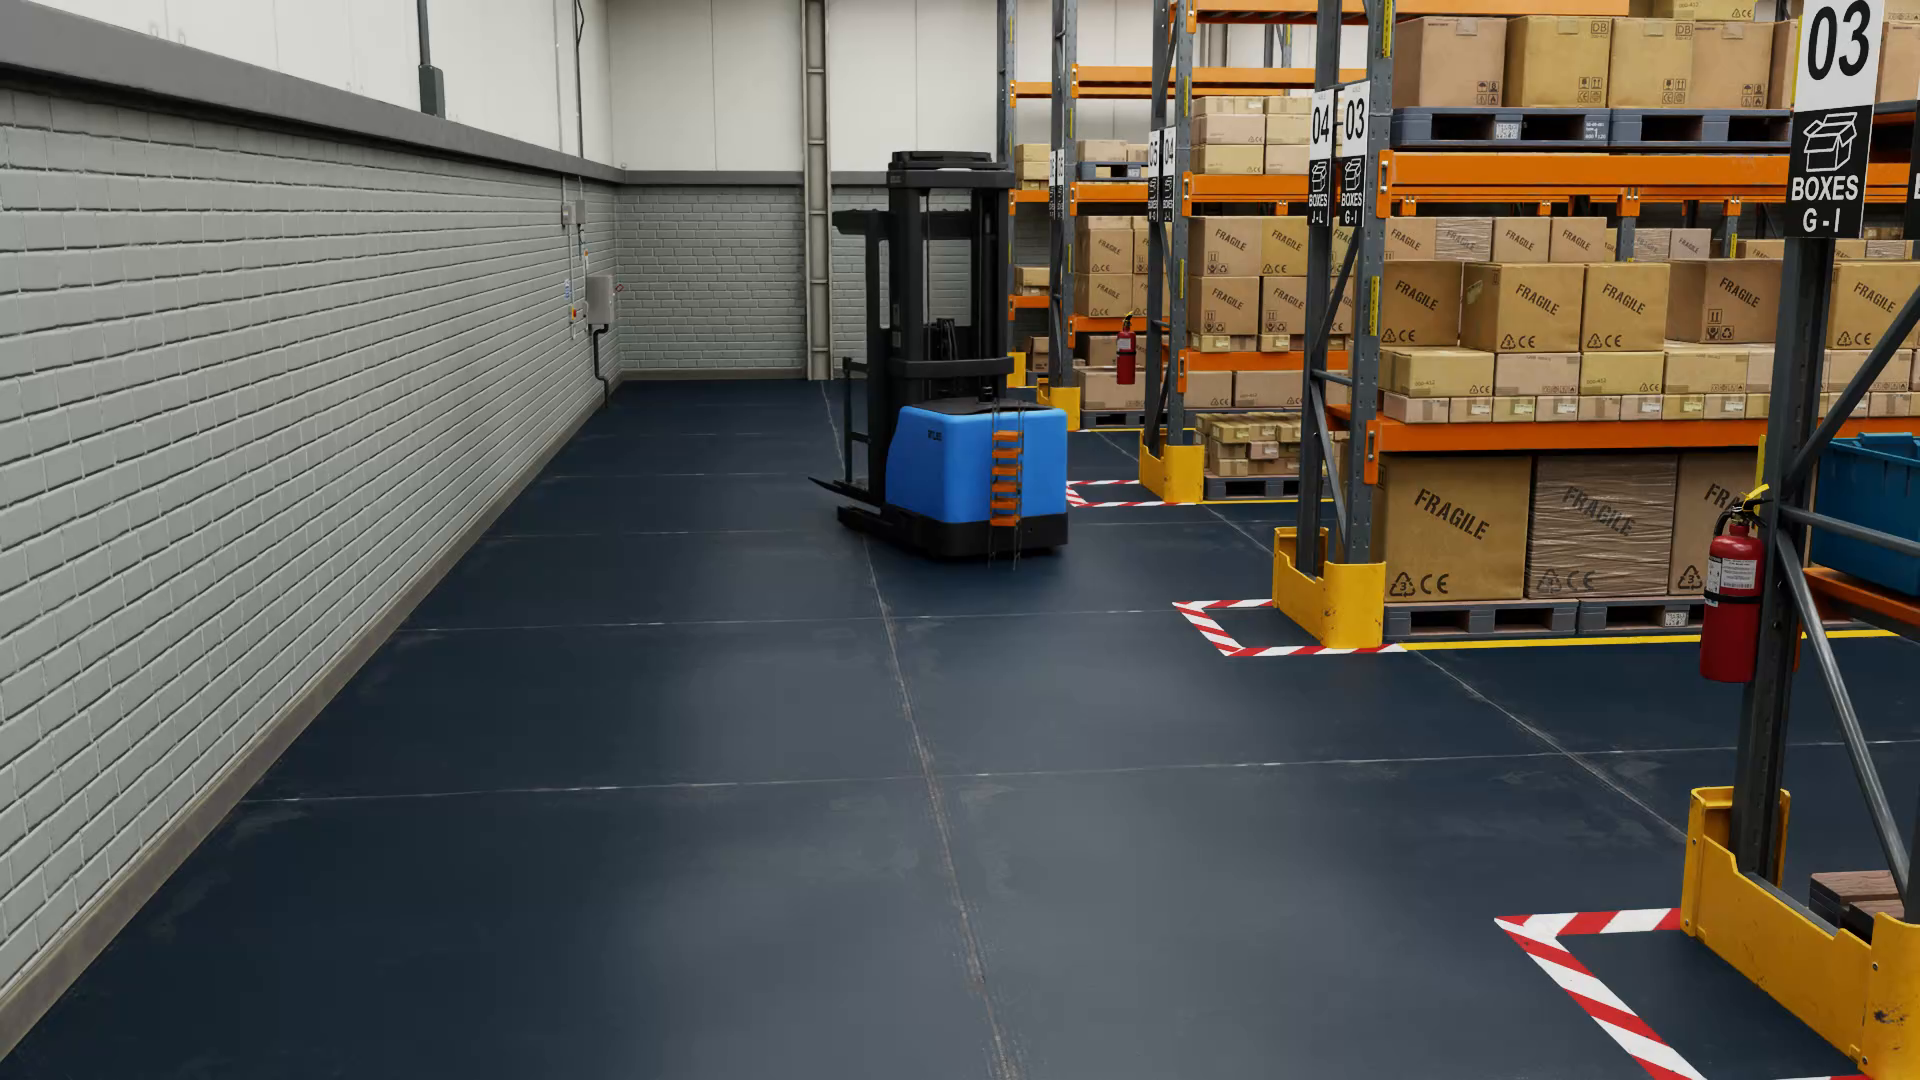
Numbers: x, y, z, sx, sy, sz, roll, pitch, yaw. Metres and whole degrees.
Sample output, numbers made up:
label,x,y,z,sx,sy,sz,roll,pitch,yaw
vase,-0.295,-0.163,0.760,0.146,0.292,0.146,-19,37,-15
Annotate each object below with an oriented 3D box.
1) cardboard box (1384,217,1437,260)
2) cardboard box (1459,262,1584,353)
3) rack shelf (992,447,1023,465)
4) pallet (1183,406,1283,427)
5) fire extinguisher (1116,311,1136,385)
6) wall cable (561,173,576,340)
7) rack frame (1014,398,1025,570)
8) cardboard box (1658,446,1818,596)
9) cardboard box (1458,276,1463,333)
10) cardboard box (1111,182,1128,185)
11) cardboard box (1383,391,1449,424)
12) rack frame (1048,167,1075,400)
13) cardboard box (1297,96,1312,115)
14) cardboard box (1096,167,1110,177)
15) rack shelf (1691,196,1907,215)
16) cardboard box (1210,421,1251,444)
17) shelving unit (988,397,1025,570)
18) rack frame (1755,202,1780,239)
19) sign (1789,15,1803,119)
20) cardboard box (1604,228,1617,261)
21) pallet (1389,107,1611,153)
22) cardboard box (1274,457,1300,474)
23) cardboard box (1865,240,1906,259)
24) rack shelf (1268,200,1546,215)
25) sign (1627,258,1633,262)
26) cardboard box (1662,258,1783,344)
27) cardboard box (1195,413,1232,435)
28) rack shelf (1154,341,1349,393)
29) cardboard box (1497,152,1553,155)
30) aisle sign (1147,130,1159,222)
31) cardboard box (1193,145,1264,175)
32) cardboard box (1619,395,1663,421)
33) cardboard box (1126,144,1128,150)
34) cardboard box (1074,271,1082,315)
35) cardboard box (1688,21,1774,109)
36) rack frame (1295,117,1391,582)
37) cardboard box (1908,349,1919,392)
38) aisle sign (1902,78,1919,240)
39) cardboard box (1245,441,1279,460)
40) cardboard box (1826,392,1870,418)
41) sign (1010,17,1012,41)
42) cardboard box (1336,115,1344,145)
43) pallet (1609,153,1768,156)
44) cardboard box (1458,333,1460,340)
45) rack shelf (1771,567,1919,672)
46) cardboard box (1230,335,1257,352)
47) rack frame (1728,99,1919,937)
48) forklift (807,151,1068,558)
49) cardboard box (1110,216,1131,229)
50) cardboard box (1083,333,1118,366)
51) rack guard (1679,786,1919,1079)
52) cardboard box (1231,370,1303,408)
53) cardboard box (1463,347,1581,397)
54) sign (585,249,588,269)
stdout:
label,x,y,z,sx,sy,sz,roll,pitch,yaw
cardboard box,3.830,-2.580,14.593,0.500,0.500,0.500,-2,11,-8
cardboard box,3.267,-1.362,9.694,0.500,0.500,0.500,-1,11,-7
rack shelf,0.335,-0.593,11.743,0.180,0.103,0.258,3,11,10
pallet,3.189,-1.542,20.163,1.213,0.211,1.003,-1,11,-6
fire extinguisher,1.528,-1.769,15.256,0.183,0.674,0.296,-1,11,-6
wall cable,-4.410,-3.245,18.885,0.123,1.953,0.585,-1,11,-6
rack frame,0.420,-0.396,11.763,0.006,1.200,0.240,3,11,10
cardboard box,4.680,-0.183,10.441,0.875,0.875,0.875,-1,11,-6
cardboard box,4.343,-2.100,14.742,0.500,0.500,0.500,-1,11,-6
cardboard box,2.268,-5.138,24.101,0.250,0.149,0.380,-1,11,-7
cardboard box,2.652,-0.774,9.680,0.250,0.149,0.380,-1,11,-5
rack frame,1.193,-2.854,19.607,0.127,3.000,1.000,-1,11,-6
cardboard box,2.949,-3.707,14.232,0.250,0.149,0.380,-1,11,-5
cardboard box,2.137,-5.329,24.041,0.500,0.250,0.500,-2,11,-8
rack shelf,11.134,-4.181,20.446,4.000,0.370,1.077,-1,11,-6
cardboard box,2.386,-0.951,14.690,0.250,0.149,0.380,-2,11,-9
shelving unit,0.330,-0.401,11.780,0.189,1.200,0.258,3,11,10
rack frame,12.583,-4.055,25.720,0.127,3.000,1.000,-1,11,-6
sign,2.722,-1.529,5.364,0.005,0.325,0.100,-1,11,-6
cardboard box,7.657,-3.478,19.930,0.500,0.500,0.500,-1,11,-6
pallet,2.999,-2.399,9.748,1.213,0.211,1.003,-1,11,-6
cardboard box,2.881,-0.691,14.907,0.250,0.149,0.380,-1,11,-5
cardboard box,11.161,-3.420,20.368,0.500,0.500,0.500,-2,11,-8
rack shelf,6.618,-5.049,24.864,4.000,0.370,1.077,-1,11,-6
sign,5.871,-2.311,14.601,0.005,0.325,0.100,-1,11,-6
cardboard box,4.729,-1.495,10.371,0.500,0.500,0.500,-2,11,-8
cardboard box,2.327,-1.065,15.269,0.250,0.149,0.380,-1,11,-5
rack shelf,3.816,-1.595,15.070,4.000,0.370,1.077,-1,11,-6
cardboard box,4.848,-3.318,14.581,0.500,0.250,0.500,-1,11,-6
aisle sign,1.723,-3.238,14.823,0.004,0.787,0.394,-1,11,-6
cardboard box,2.302,-3.265,14.312,0.500,0.250,0.500,-1,11,-4
cardboard box,3.930,-0.801,9.818,0.250,0.149,0.380,-1,11,-7
cardboard box,2.127,-5.576,24.001,0.500,0.250,0.500,-1,11,-7
cardboard box,1.644,-2.963,19.906,0.500,0.500,0.500,-1,11,-6
cardboard box,4.398,-2.791,9.903,0.500,0.500,0.700,-1,11,-4
rack frame,2.263,-0.953,9.940,0.127,3.000,1.000,-1,11,-6
cardboard box,5.829,-1.049,10.047,0.500,0.250,0.500,-1,11,-7
aisle sign,2.759,-1.220,4.560,0.004,0.787,0.394,-1,11,-6
cardboard box,2.655,-0.816,14.774,0.250,0.149,0.380,-1,11,-6
cardboard box,5.205,-0.828,9.954,0.250,0.149,0.380,-1,11,-5
sign,0.712,-7.142,23.243,0.005,0.325,0.100,-1,11,-6
cardboard box,3.315,-3.528,14.357,0.500,0.250,0.500,-1,11,-5
pallet,6.430,-3.362,14.903,1.003,0.211,1.213,-1,11,-6
cardboard box,4.504,-1.783,14.813,0.250,0.149,0.380,-2,11,-9
rack shelf,4.786,0.308,5.390,4.000,0.370,1.077,-1,11,-6
cardboard box,2.434,-1.740,14.595,0.250,0.149,0.380,-1,11,-4
rack frame,2.798,-0.003,5.108,0.127,3.000,1.000,-1,11,-6
forklift,-0.333,-1.549,13.149,1.130,2.935,3.031,-6,13,-27
cardboard box,1.829,-3.685,19.303,0.250,0.149,0.380,-1,11,-5
cardboard box,2.125,-2.790,24.674,0.500,0.500,0.700,-1,11,-4
rack guard,2.776,1.226,5.334,0.348,0.500,1.175,-1,11,-6
cardboard box,3.644,-1.874,20.180,0.875,0.438,0.875,-2,11,-8
cardboard box,3.286,-0.996,9.775,0.500,0.250,0.500,-1,11,-7
sign,-4.692,-3.528,20.895,0.001,0.242,0.339,-1,11,-6
